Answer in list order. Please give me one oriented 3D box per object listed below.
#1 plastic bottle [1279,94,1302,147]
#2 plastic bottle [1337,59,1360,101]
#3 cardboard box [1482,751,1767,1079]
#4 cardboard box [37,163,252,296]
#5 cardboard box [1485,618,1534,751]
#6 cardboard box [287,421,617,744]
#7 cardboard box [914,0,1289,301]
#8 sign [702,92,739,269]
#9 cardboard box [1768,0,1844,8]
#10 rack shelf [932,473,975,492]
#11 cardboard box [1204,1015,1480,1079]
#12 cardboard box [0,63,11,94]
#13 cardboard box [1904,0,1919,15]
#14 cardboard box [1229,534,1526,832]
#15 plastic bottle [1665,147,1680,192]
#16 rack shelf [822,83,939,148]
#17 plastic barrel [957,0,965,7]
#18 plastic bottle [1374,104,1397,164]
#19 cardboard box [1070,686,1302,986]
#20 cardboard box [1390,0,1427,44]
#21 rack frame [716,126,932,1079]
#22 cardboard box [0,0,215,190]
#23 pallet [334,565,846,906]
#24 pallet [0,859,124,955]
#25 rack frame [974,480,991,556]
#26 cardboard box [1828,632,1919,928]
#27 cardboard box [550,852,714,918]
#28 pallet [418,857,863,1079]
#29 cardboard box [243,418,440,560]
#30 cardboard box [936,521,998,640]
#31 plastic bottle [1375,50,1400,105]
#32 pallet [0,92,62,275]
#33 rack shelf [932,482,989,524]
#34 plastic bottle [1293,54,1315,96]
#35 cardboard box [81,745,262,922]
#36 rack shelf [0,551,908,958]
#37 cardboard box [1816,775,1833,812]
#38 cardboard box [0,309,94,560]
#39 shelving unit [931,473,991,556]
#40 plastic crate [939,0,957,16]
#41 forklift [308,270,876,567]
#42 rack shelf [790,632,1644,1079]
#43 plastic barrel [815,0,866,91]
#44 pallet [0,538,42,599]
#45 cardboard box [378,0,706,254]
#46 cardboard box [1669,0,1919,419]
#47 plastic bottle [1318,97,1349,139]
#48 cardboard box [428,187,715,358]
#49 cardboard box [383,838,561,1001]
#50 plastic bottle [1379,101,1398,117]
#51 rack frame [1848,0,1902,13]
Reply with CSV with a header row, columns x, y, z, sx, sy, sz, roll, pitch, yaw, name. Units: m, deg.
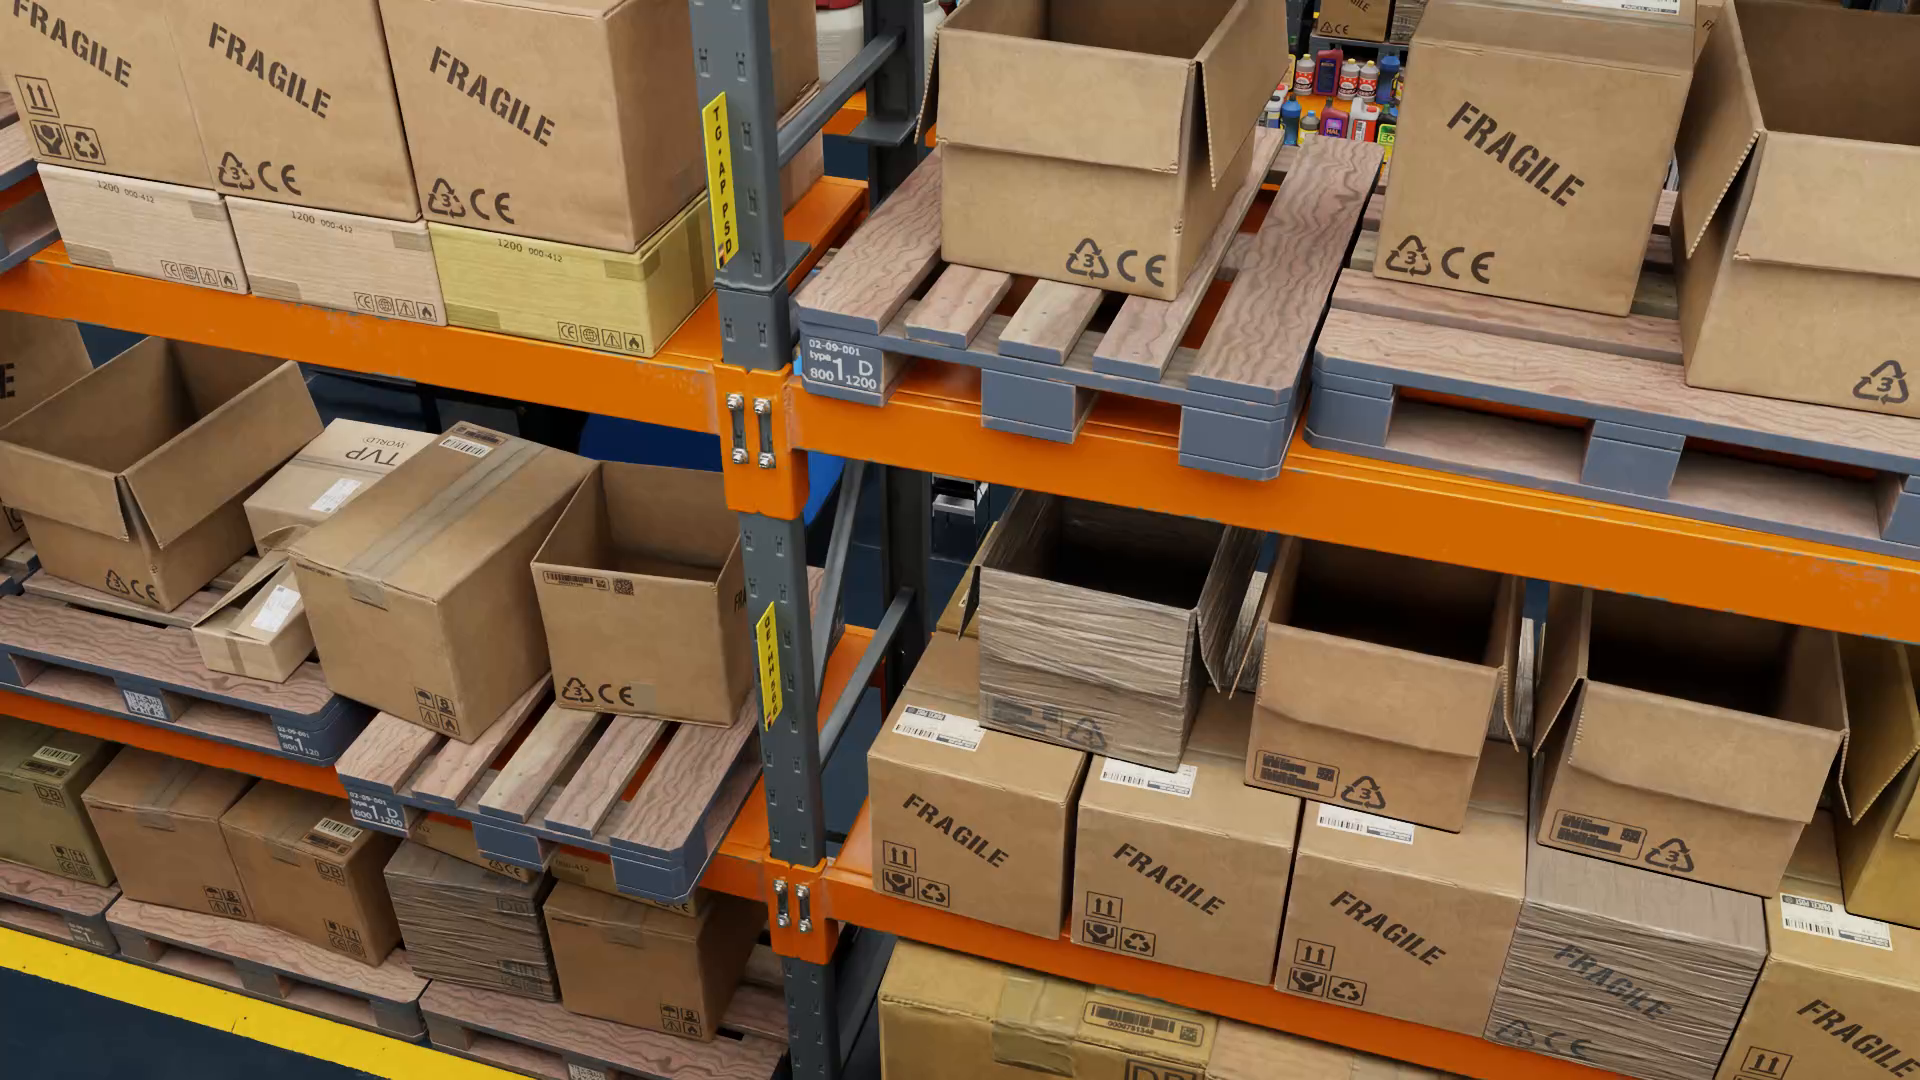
x,y,z,sx,sy,sz,roll,pitch,yaw,name
1.604,-2.031,8.088,0.097,0.271,0.097,0,36,0,plastic bottle
2.023,-2.397,8.644,0.097,0.201,0.097,0,36,0,plastic bottle
1.550,0.891,3.924,0.500,0.500,0.500,11,38,14,cardboard box
-1.775,-0.839,3.956,0.500,0.250,0.500,12,38,15,cardboard box
1.224,0.512,4.440,0.500,0.500,0.500,9,37,12,cardboard box
-1.382,0.100,4.646,0.500,0.500,0.700,16,39,21,cardboard box
0.312,-0.928,3.508,0.637,0.503,0.797,13,38,17,cardboard box
-0.456,-0.686,3.185,0.005,0.325,0.100,10,38,14,sign
5.927,-3.569,11.806,0.500,0.500,0.500,10,38,14,cardboard box
0.008,-0.334,7.501,0.200,0.077,0.258,10,38,14,rack shelf
1.209,1.406,4.747,0.875,0.875,1.225,11,38,14,cardboard box
-2.291,-1.291,4.286,0.250,0.166,0.380,9,37,13,cardboard box
7.112,-3.704,11.989,0.500,0.500,0.500,10,38,14,cardboard box
1.022,0.235,3.970,0.637,0.503,0.797,11,38,15,cardboard box
3.350,-1.727,7.670,0.135,0.276,0.152,10,38,14,plastic bottle
-0.724,-2.442,9.145,4.000,0.370,1.077,10,38,14,rack shelf
0.139,-2.485,8.501,0.421,0.512,0.421,0,36,0,plastic barrel
2.057,-1.941,7.955,0.133,0.283,0.061,10,38,14,plastic bottle
0.584,0.713,4.166,0.500,0.500,0.500,10,37,13,cardboard box
3.516,-4.019,12.418,0.500,0.500,0.500,9,37,12,cardboard box
-0.292,0.424,4.644,0.127,3.000,1.000,10,38,14,rack frame
-1.783,-1.149,3.744,0.500,0.500,0.500,11,38,15,cardboard box
-1.004,0.435,4.790,1.003,0.211,1.213,10,38,14,pallet
-3.367,0.977,6.245,1.213,0.211,1.003,10,38,14,pallet
0.105,-0.343,7.457,0.006,0.900,0.240,10,38,14,rack frame
2.262,0.450,3.677,0.637,0.503,0.797,11,38,14,cardboard box
-0.941,0.850,5.170,0.500,0.250,0.500,12,38,16,cardboard box
-1.038,1.408,5.659,1.213,0.211,1.003,10,38,14,pallet
-1.823,-0.111,5.143,0.500,0.250,0.500,9,37,13,cardboard box
0.253,0.331,4.686,0.500,0.500,0.500,12,38,15,cardboard box
2.209,-2.391,8.576,0.097,0.271,0.097,0,36,0,plastic bottle
-2.562,-1.065,4.294,1.003,0.211,1.213,10,38,14,pallet
0.008,-0.189,7.608,0.200,0.077,0.258,10,38,14,rack shelf
1.803,-2.438,8.699,0.097,0.201,0.097,0,36,0,plastic bottle
-2.547,0.861,5.788,0.500,0.500,0.700,7,37,10,cardboard box
-2.201,0.360,5.337,4.000,0.370,1.077,10,38,14,rack shelf
2.204,0.691,4.197,0.500,0.500,0.500,10,37,13,cardboard box
-3.394,-0.474,5.004,1.000,1.000,1.000,11,38,14,cardboard box
0.008,-0.361,7.481,0.210,0.900,0.258,10,38,14,shelving unit
-0.266,-2.863,9.055,0.583,0.464,0.402,10,38,14,plastic crate
-1.987,-1.486,7.296,3.031,2.935,1.130,10,37,13,forklift
1.617,1.067,4.377,4.000,0.370,1.077,10,38,14,rack shelf
-0.672,-2.641,8.693,0.433,0.535,0.433,0,36,0,plastic barrel
-3.424,0.011,5.366,1.213,0.211,1.003,10,38,14,pallet
-0.822,-0.969,3.499,0.500,0.500,0.500,11,38,15,cardboard box
1.664,-0.646,3.125,0.637,0.503,0.797,10,38,13,cardboard box
1.801,-1.988,8.019,0.133,0.283,0.061,10,38,14,plastic bottle
-0.819,-0.669,3.725,0.500,0.250,0.500,11,38,14,cardboard box
-1.471,1.055,5.523,0.500,0.500,0.700,8,37,10,cardboard box
2.064,-1.984,8.024,0.097,0.271,0.097,0,36,0,plastic bottle
6.483,-4.474,11.298,0.127,3.000,1.000,10,38,14,rack frame
